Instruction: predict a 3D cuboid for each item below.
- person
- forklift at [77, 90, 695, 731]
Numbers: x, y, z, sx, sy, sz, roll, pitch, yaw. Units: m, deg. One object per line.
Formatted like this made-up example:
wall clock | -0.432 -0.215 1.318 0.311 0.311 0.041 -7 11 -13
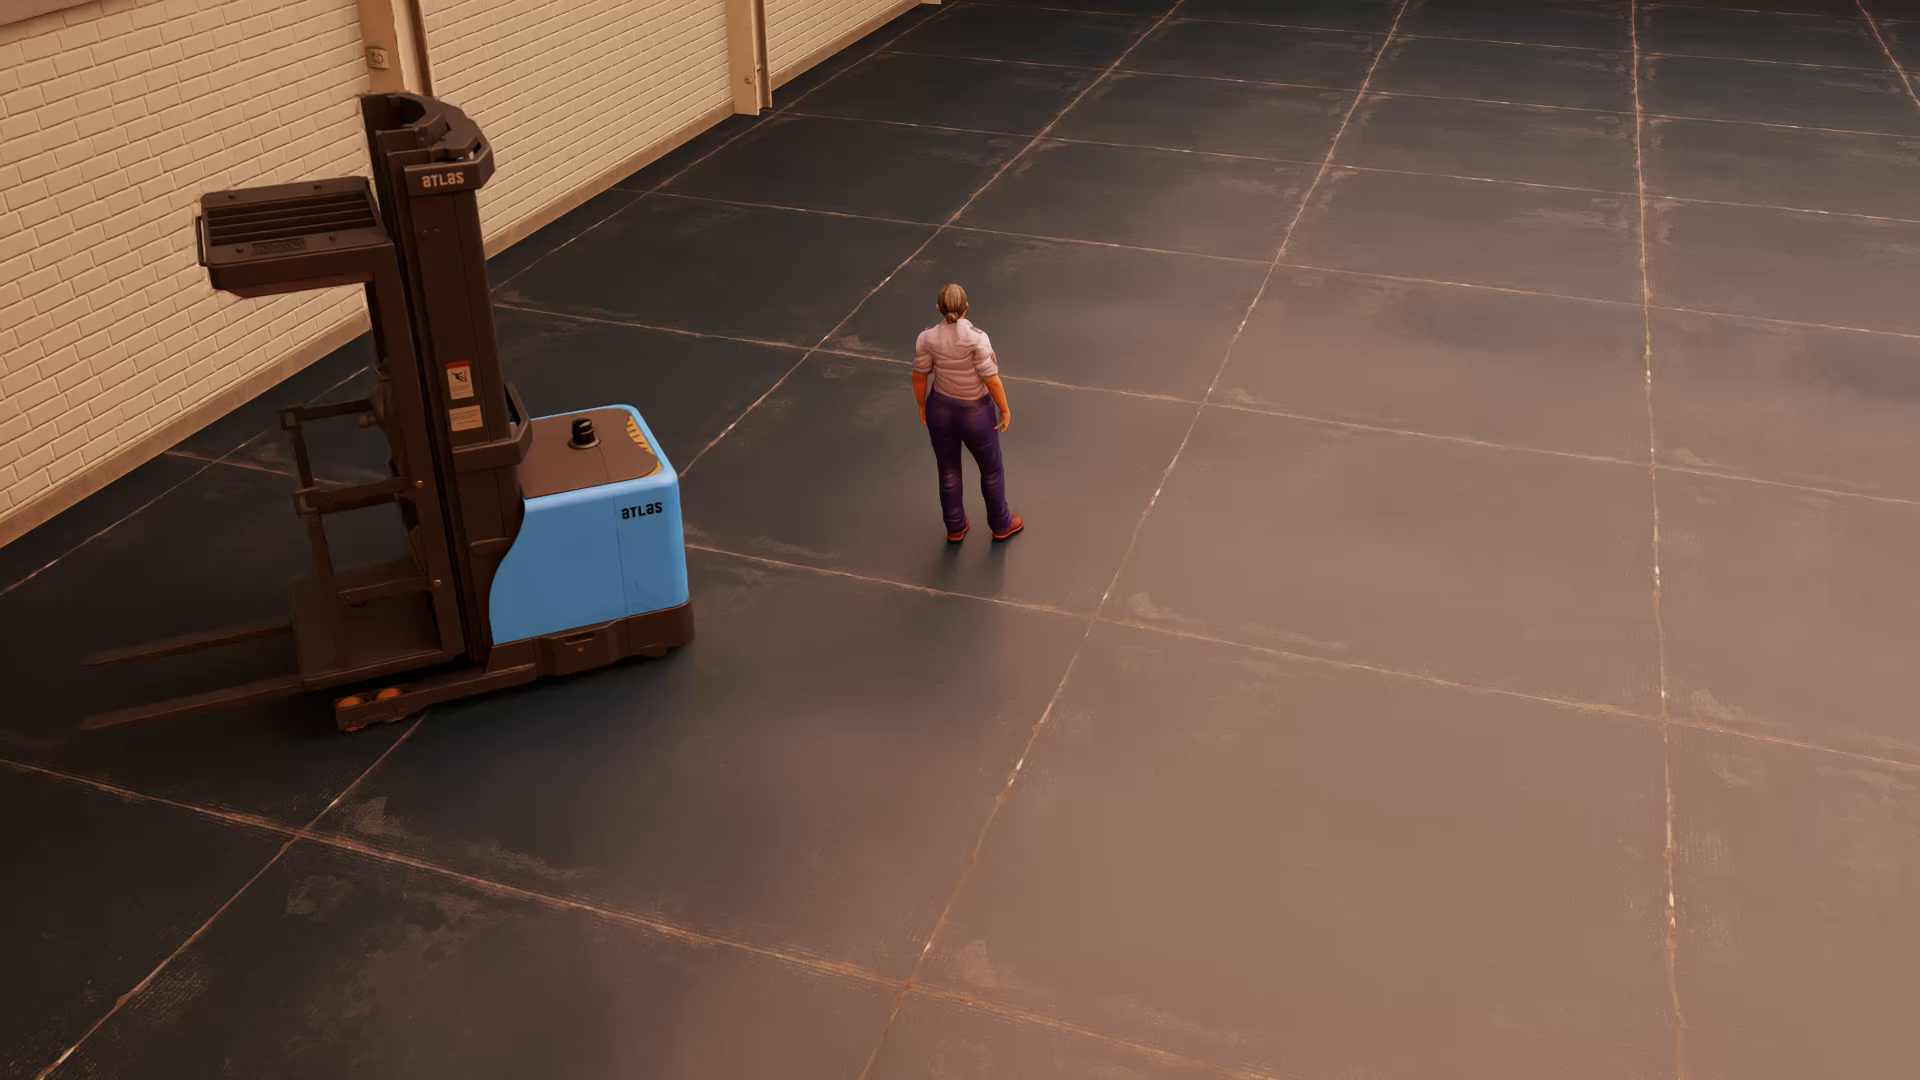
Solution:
person | 0.051 -0.760 9.752 0.598 1.651 0.502 10 31 16
forklift | -3.007 -0.608 8.203 3.031 2.935 1.130 -12 32 -20
